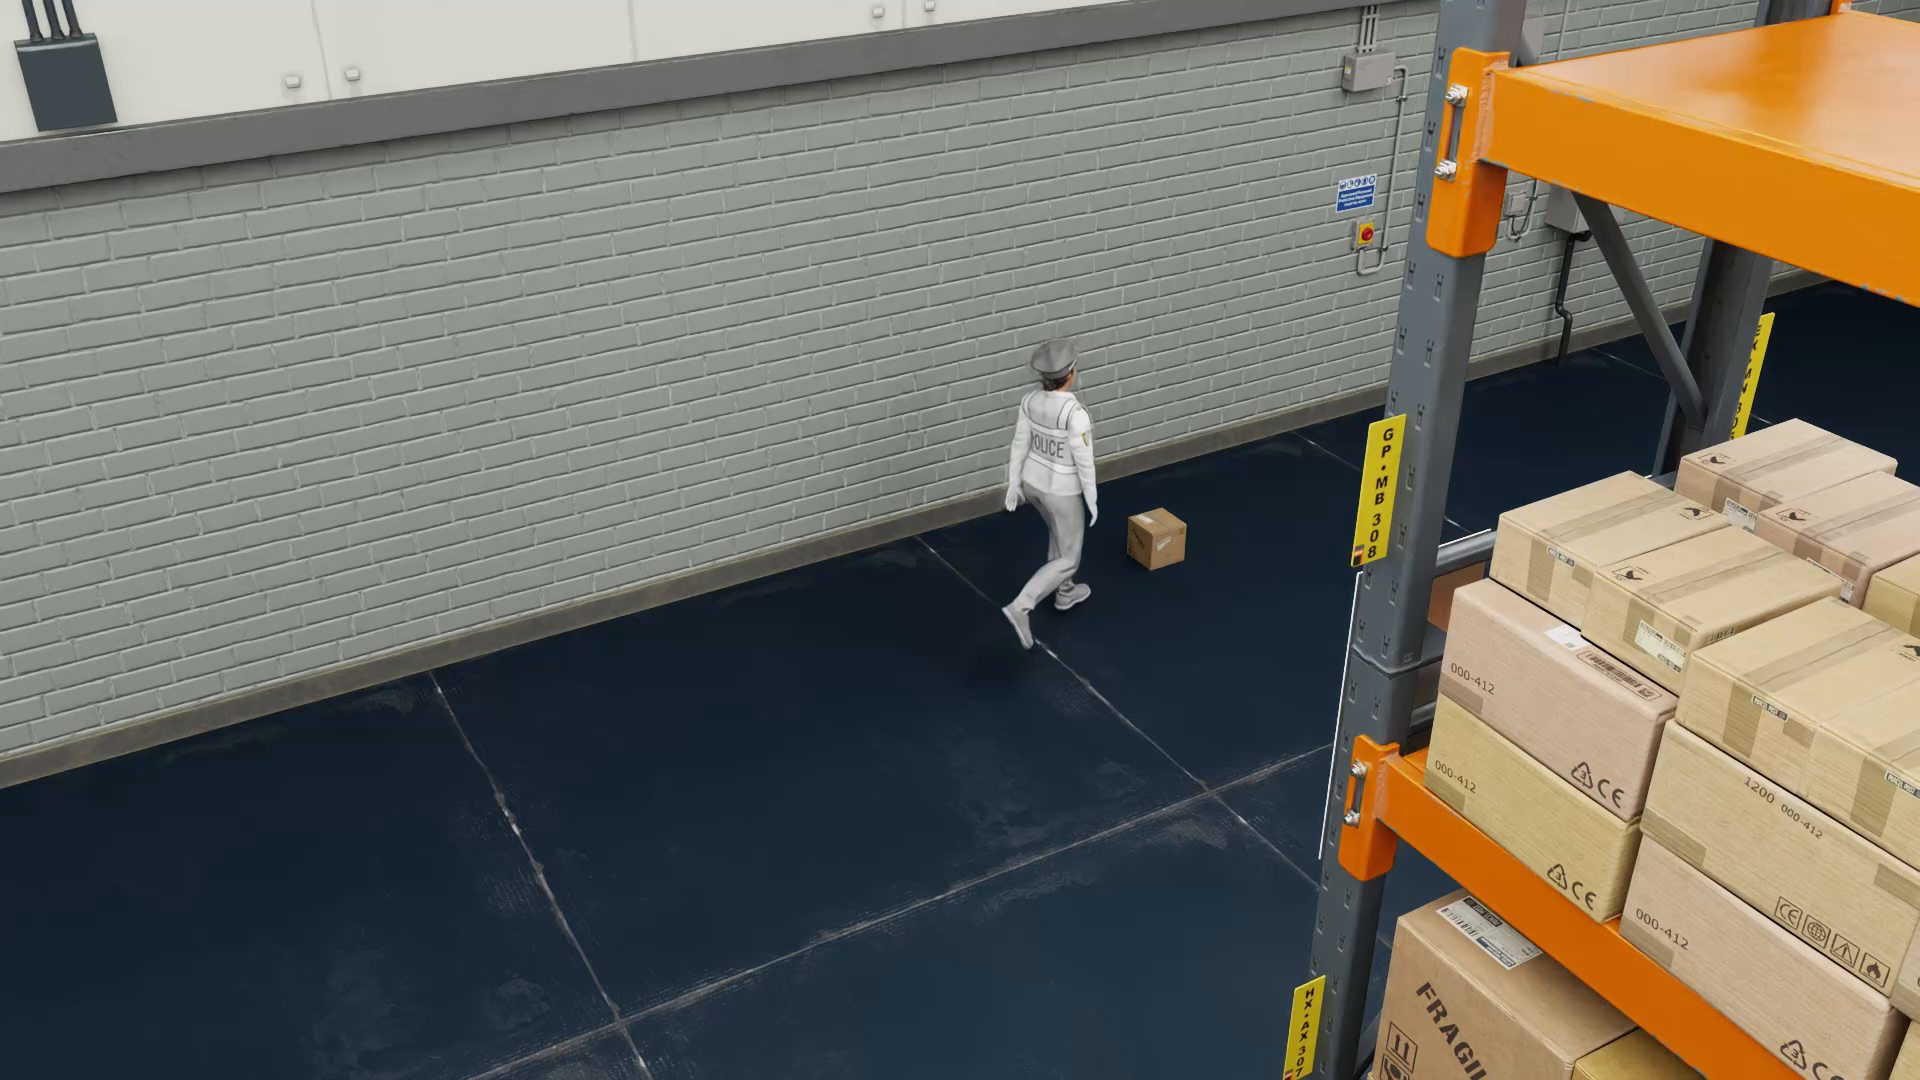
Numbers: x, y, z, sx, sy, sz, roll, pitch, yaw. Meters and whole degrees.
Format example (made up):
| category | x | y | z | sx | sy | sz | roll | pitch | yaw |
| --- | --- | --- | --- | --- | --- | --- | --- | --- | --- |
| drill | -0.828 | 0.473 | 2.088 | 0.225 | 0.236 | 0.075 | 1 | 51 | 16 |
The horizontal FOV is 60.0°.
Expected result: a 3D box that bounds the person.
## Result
| category | x | y | z | sx | sy | sz | roll | pitch | yaw |
| --- | --- | --- | --- | --- | --- | --- | --- | --- | --- |
| person | 0.476 | -0.271 | 9.008 | 0.823 | 1.656 | 0.524 | -24 | 37 | -36 |
